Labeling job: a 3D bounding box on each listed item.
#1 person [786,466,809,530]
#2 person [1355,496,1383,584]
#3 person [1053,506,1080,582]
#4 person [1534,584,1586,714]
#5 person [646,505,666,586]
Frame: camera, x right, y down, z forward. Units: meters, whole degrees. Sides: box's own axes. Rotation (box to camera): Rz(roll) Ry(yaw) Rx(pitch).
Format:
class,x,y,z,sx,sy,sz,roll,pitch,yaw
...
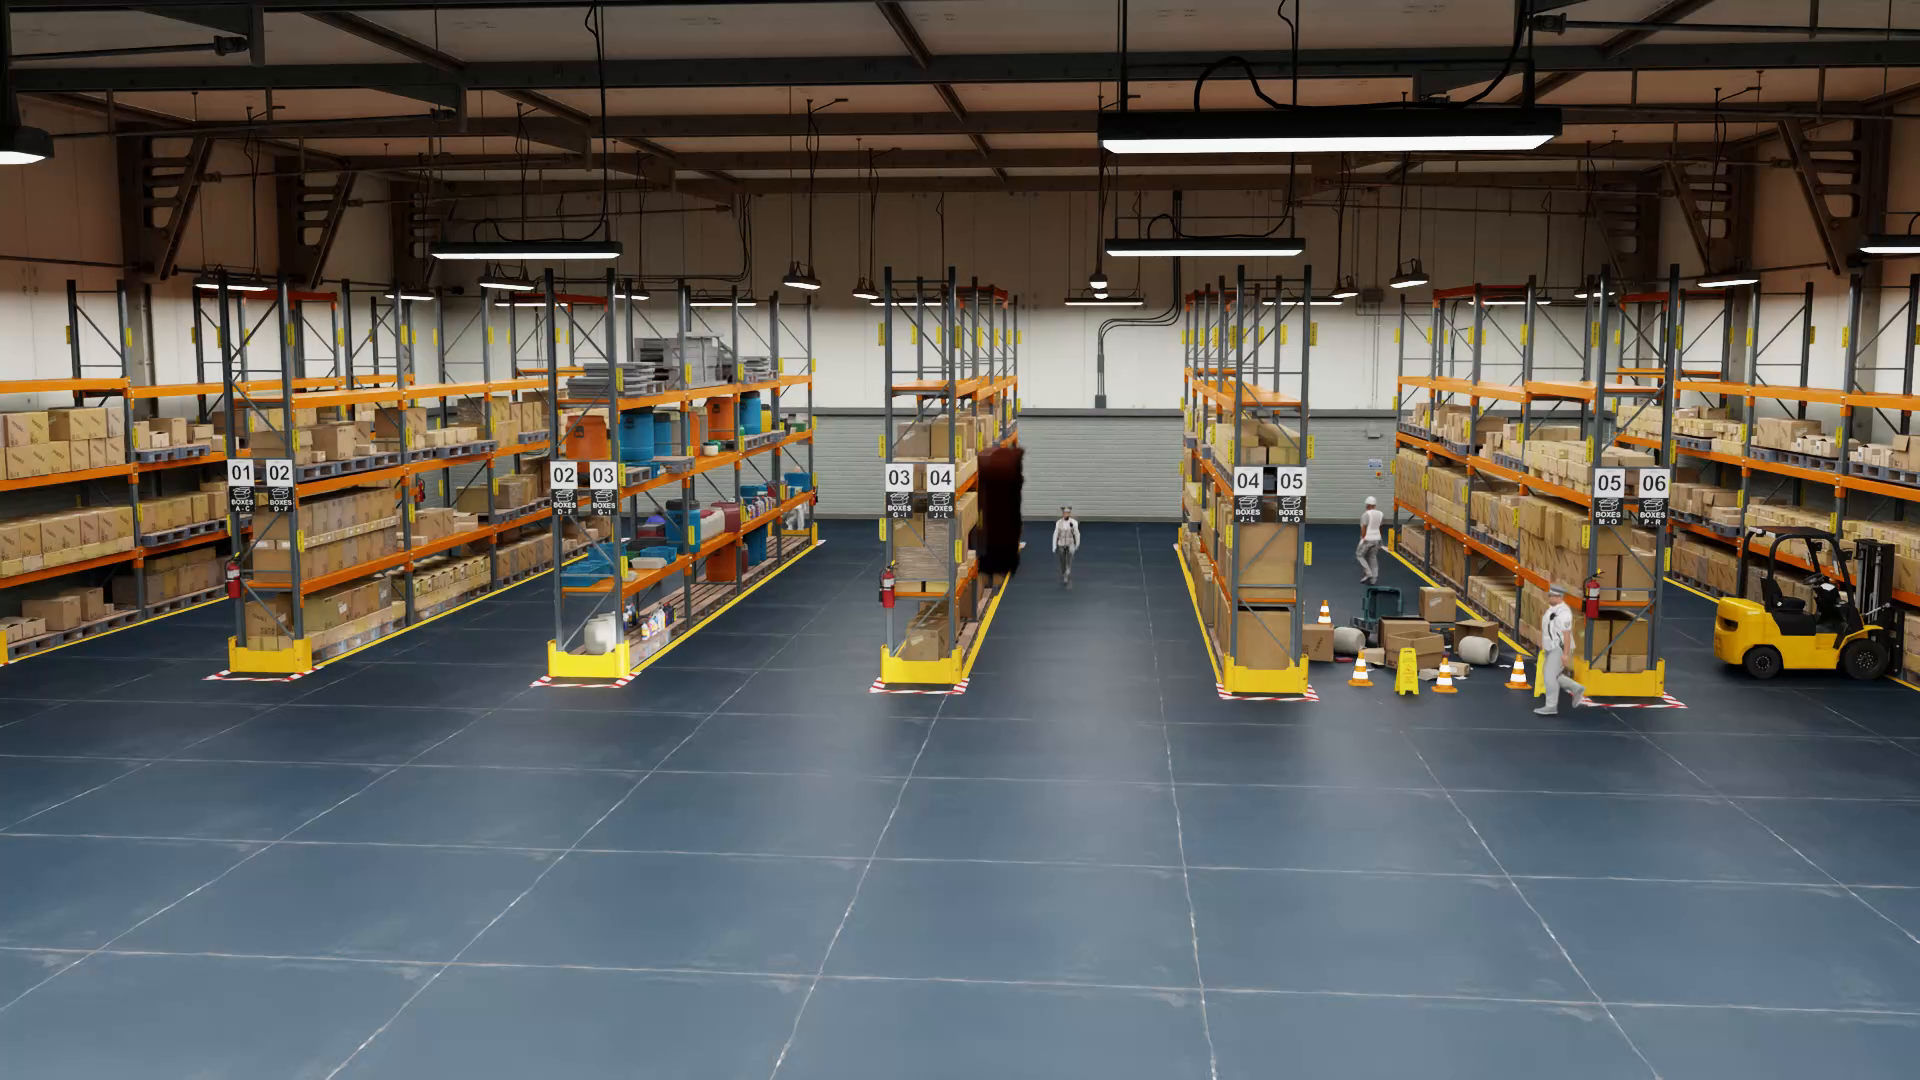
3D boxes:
class,x,y,z,sx,sy,sz,roll,pitch,yaw
person,-4.124,-1.004,42.193,0.946,1.749,0.577,6,9,42
person,8.375,0.010,33.848,0.609,1.785,0.467,-4,8,-31
person,2.128,0.102,33.517,0.506,1.601,1.032,1,7,9
person,8.028,1.442,22.149,0.776,1.734,0.558,-1,7,-4
person,-6.181,0.131,33.547,0.533,1.624,0.630,1,7,7
